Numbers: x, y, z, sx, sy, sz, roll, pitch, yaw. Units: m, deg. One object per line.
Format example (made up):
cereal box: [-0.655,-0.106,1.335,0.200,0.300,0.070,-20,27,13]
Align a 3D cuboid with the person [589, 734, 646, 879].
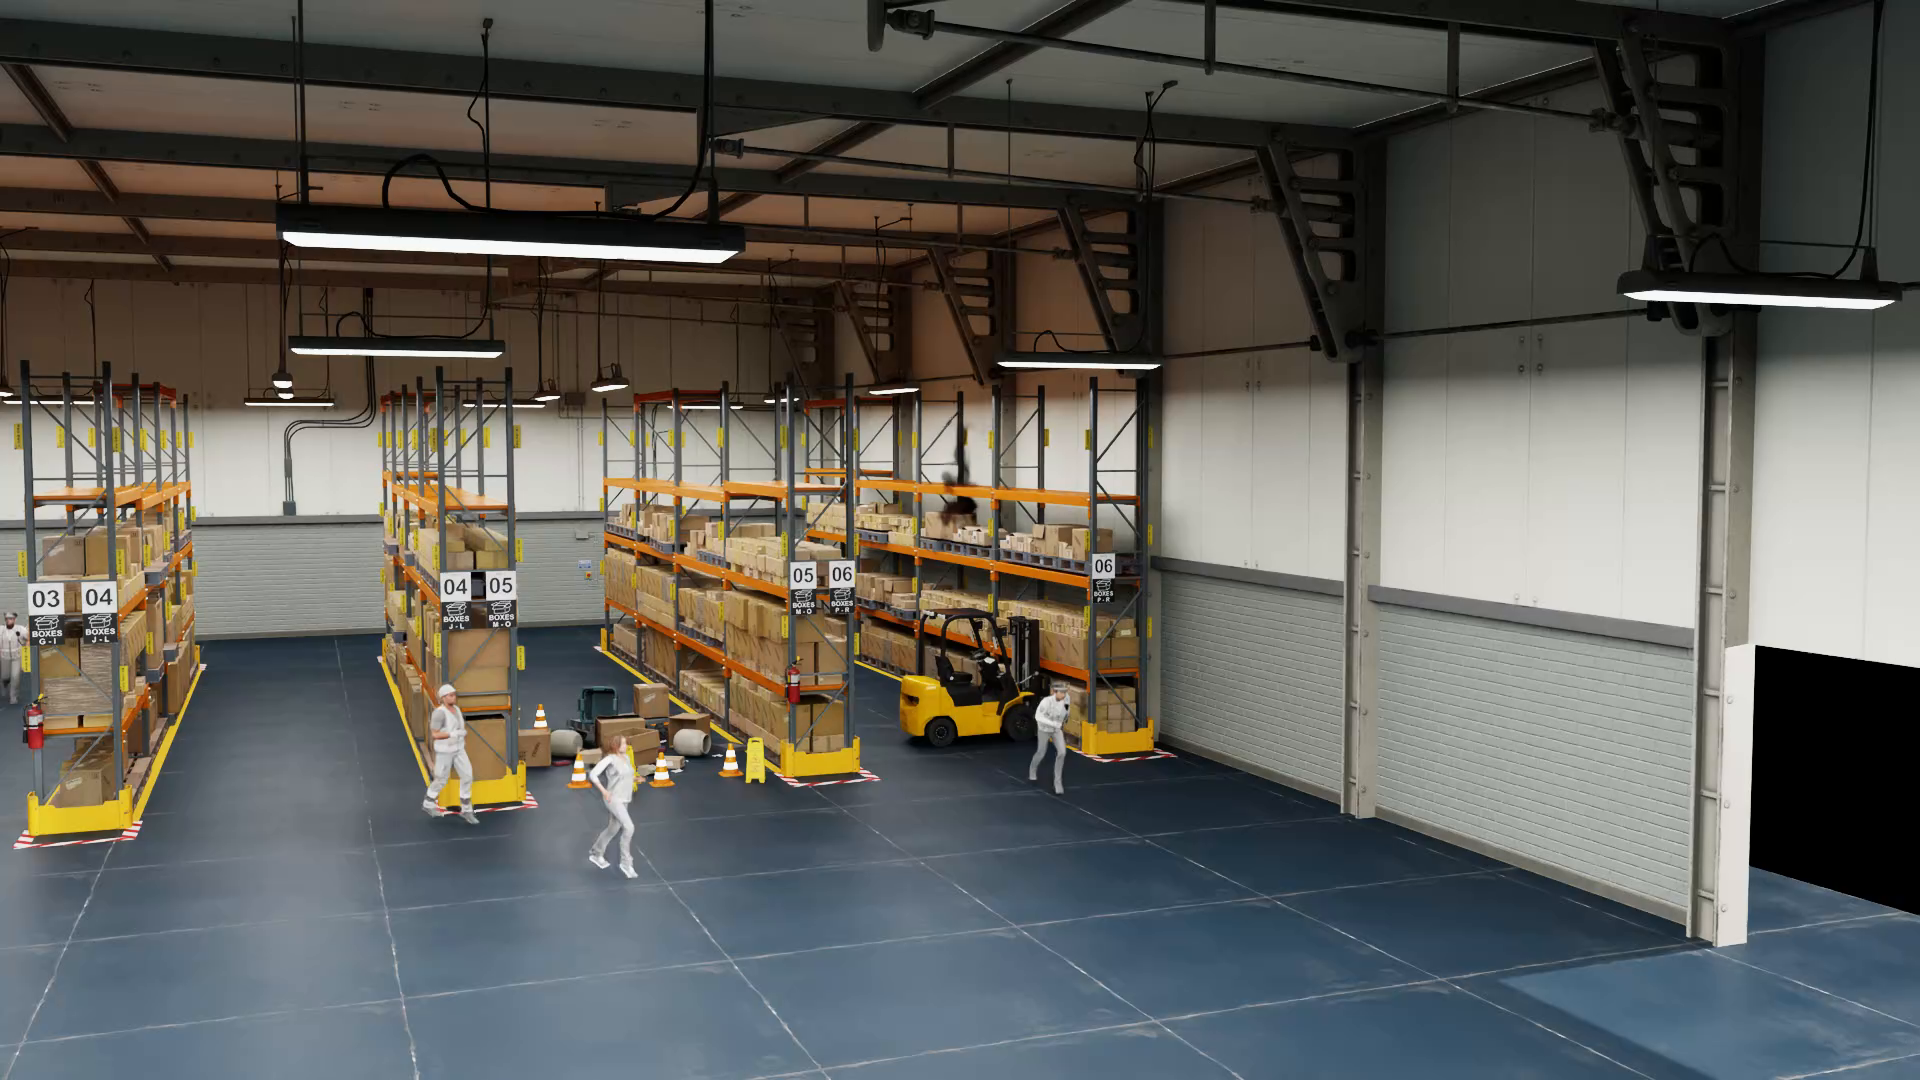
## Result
person: [-3.958,3.101,19.146,0.736,1.550,0.522,1,4,17]

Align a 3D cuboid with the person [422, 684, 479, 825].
person: [-6.689,2.798,21.700,0.826,1.844,0.637,2,4,25]

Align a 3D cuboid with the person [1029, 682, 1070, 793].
person: [1.279,2.800,23.925,0.656,1.623,0.955,-2,4,-27]

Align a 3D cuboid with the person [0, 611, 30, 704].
person: [-18.081,2.225,31.741,0.653,1.752,0.645,-2,4,-24]
